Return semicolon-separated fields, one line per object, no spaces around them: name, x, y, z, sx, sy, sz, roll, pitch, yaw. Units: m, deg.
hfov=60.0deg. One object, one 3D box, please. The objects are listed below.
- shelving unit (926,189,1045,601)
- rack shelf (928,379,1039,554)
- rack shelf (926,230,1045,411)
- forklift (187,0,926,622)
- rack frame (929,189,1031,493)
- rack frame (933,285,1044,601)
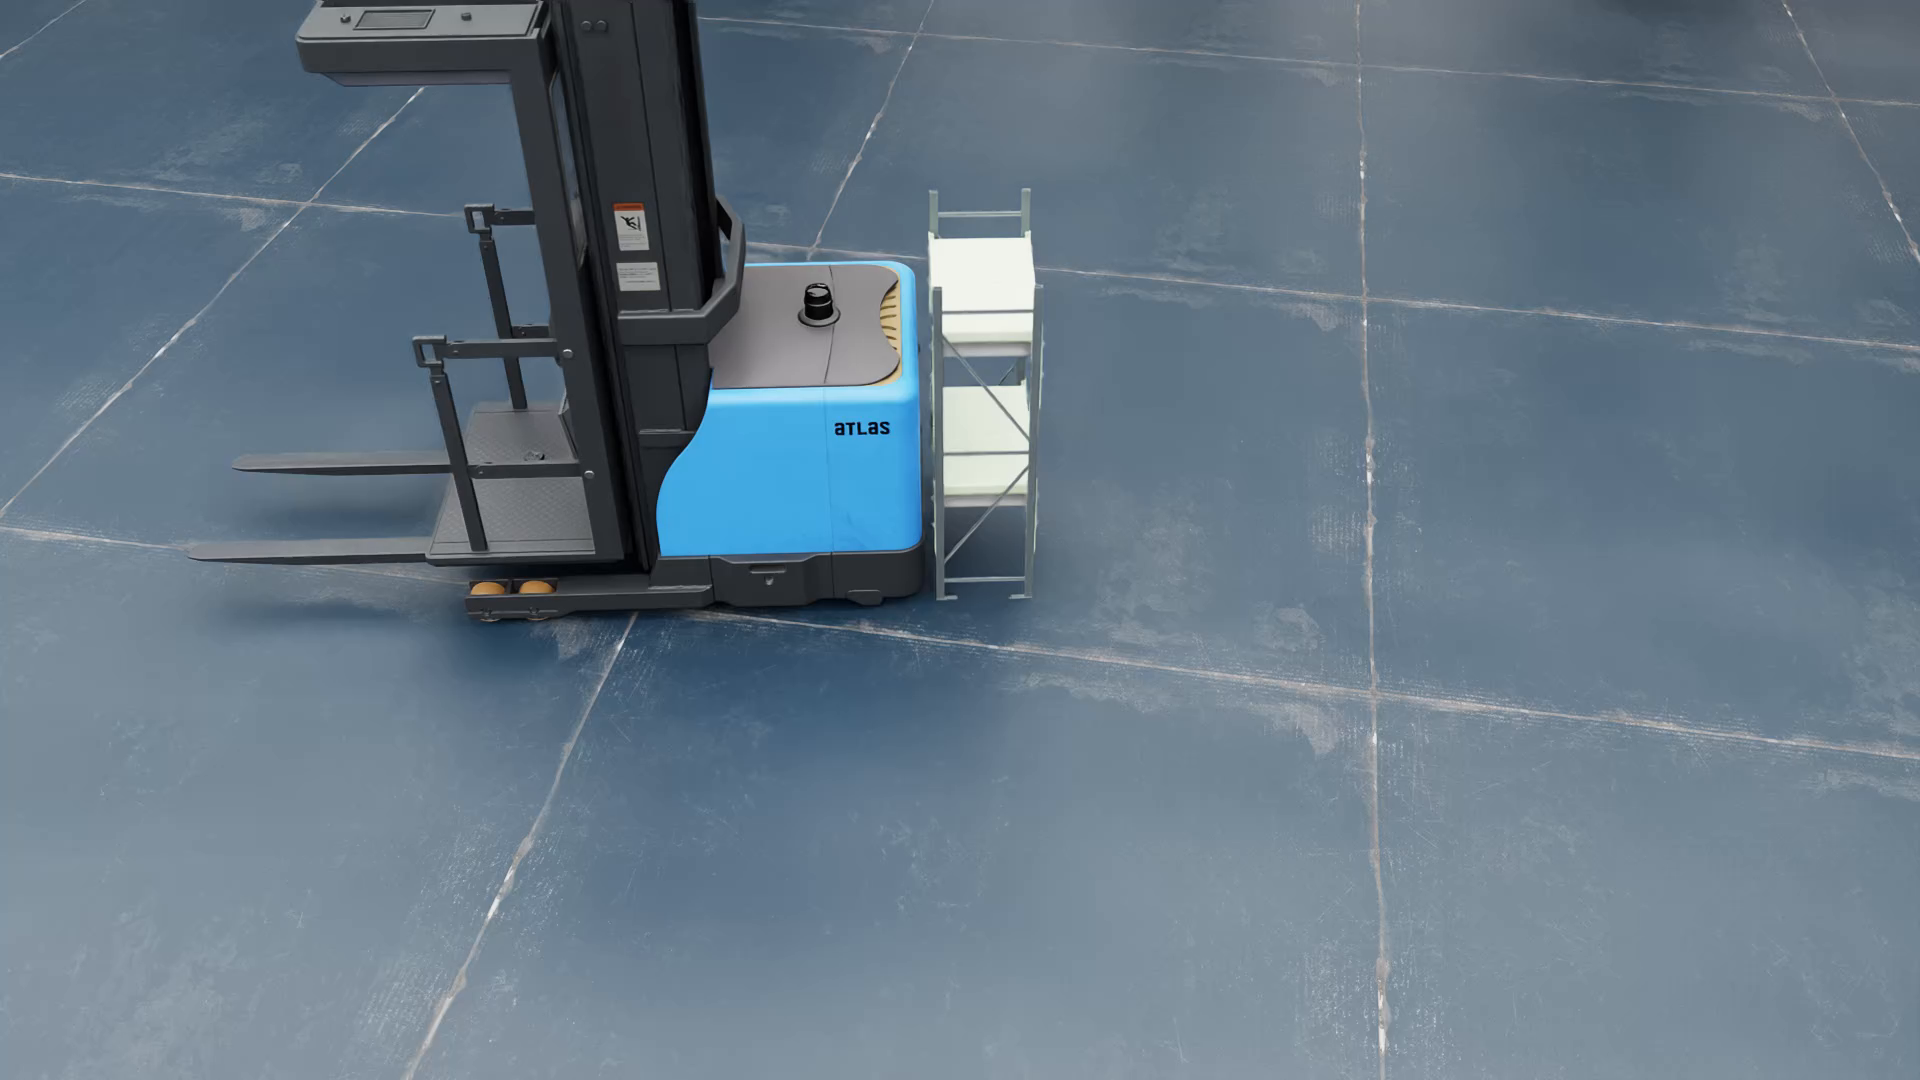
shelving unit;0.090;-0.568;6.759;0.431;1.500;0.755;-1;40;-1
rack shelf;0.090;-0.316;6.967;0.431;0.370;0.720;-1;40;-1
rack shelf;0.090;-0.868;6.511;0.431;0.370;0.720;-1;40;-1
forklift;-1.673;-1.139;6.327;3.031;2.935;1.130;-1;40;-2
rack frame;0.078;-0.801;7.041;0.400;1.500;0.023;-1;40;-1
rack frame;0.102;-0.334;6.478;0.400;1.500;0.023;-1;40;-1
